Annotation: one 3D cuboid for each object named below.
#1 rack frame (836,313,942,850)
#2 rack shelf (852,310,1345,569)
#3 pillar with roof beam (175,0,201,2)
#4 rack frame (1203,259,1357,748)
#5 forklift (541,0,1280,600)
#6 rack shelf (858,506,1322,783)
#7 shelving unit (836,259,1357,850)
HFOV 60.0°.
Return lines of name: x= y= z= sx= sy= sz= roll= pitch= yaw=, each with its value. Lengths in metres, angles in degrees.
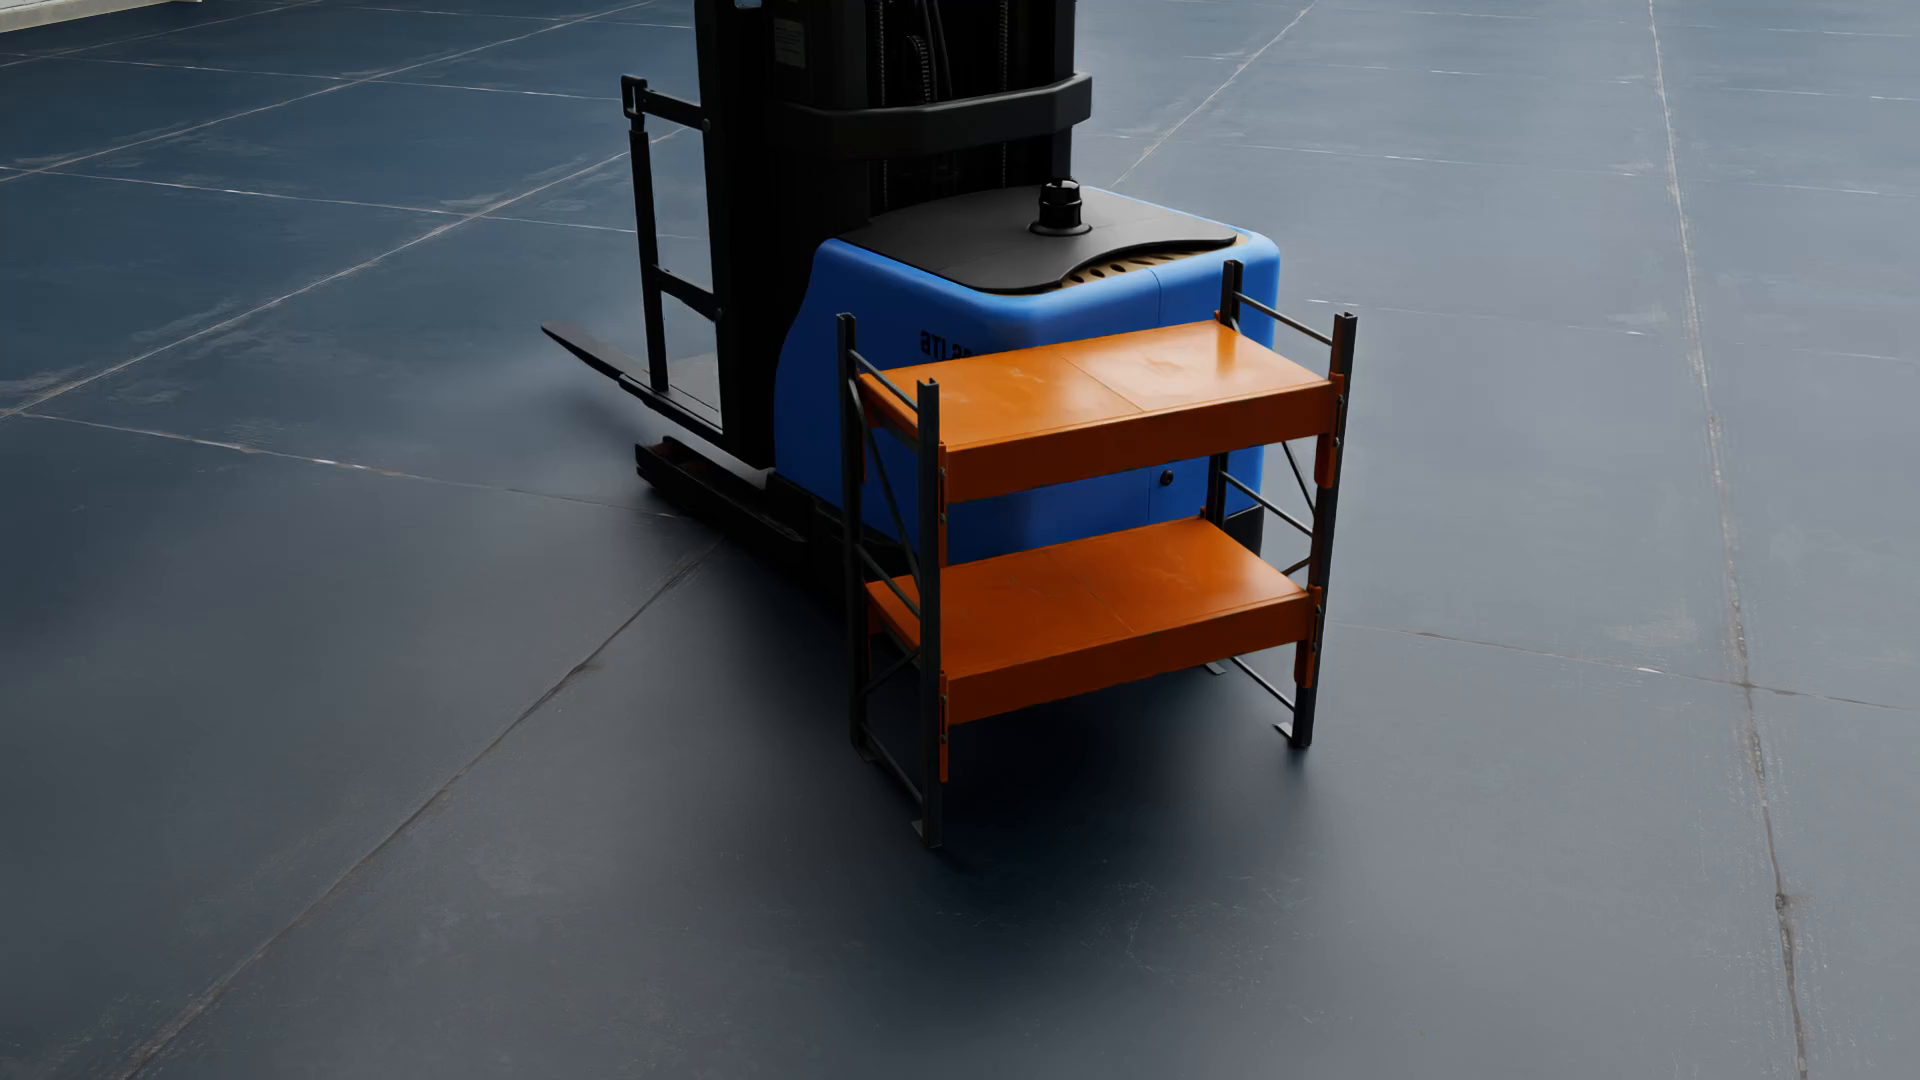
rack frame: x=-0.159 y=0.099 z=3.755 sx=0.032 sy=1.125 sz=0.500 roll=-11 pitch=28 yaw=-22
rack shelf: x=0.303 y=-0.257 z=3.818 sx=1.000 sy=0.278 sz=0.538 roll=-11 pitch=28 yaw=-22
pillar with roof beam: x=-3.271 y=-8.647 z=12.783 sx=9.100 sy=9.000 sz=0.400 roll=9 pitch=27 yaw=17
rack frame: x=0.766 y=-0.086 z=4.136 sx=0.032 sy=1.125 sz=0.500 roll=-11 pitch=28 yaw=-22
forklift: x=-0.430 y=-1.533 z=5.053 sx=1.130 sy=2.935 sz=3.031 roll=-19 pitch=32 yaw=-34
rack shelf: x=0.303 y=0.227 z=4.052 sx=1.000 sy=0.278 sz=0.538 roll=-11 pitch=28 yaw=-22
shelving unit: x=0.303 y=0.007 z=3.946 sx=1.048 sy=1.125 sz=0.538 roll=-11 pitch=28 yaw=-22
